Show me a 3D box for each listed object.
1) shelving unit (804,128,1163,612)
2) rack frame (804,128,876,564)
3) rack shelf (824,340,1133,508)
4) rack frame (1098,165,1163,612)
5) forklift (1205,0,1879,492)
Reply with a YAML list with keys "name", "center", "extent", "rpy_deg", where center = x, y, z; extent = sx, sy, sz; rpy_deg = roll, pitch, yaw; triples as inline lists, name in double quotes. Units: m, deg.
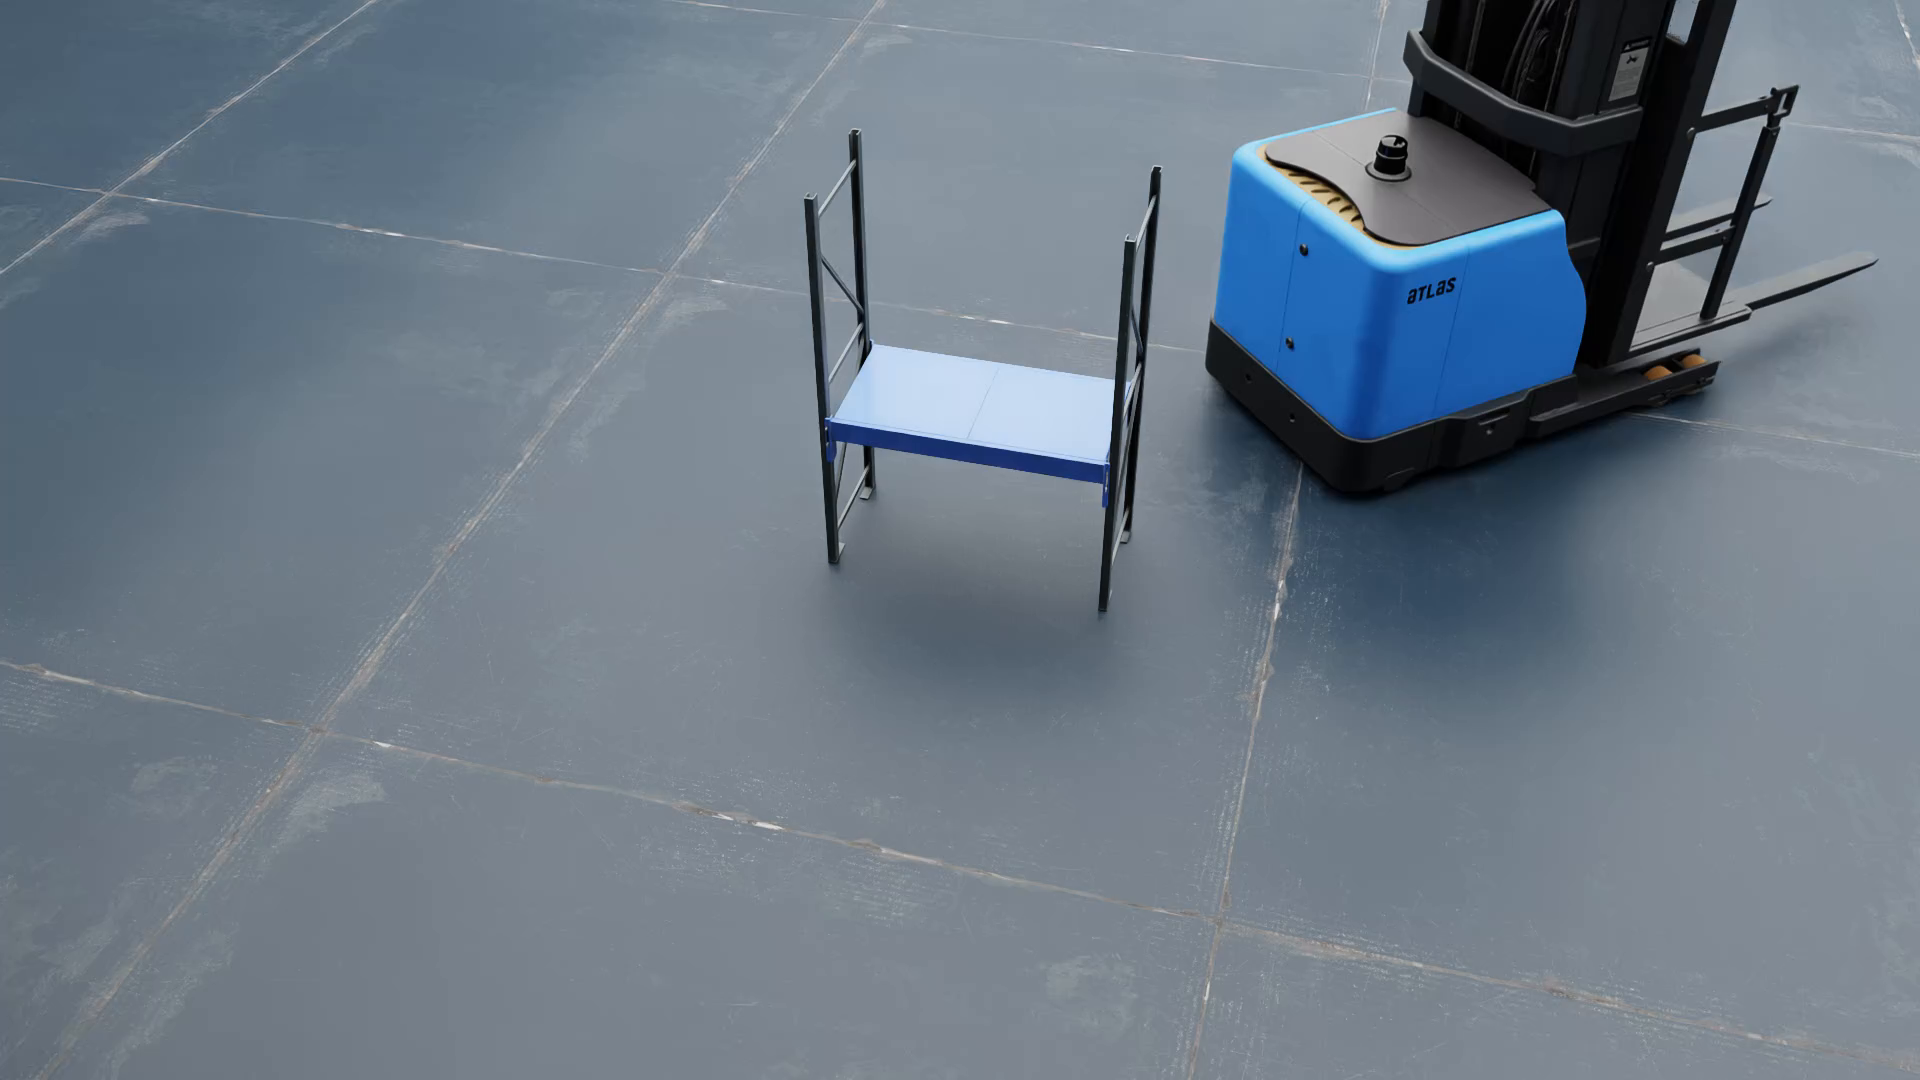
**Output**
- name: "shelving unit"
  center: [0.082, -0.560, 5.751]
  extent: [1.048, 1.500, 0.538]
  rpy_deg: [10, 41, 11]
- name: "rack frame"
  center: [-0.409, -0.645, 5.851]
  extent: [0.032, 1.500, 0.500]
  rpy_deg: [10, 41, 11]
- name: "rack shelf"
  center: [0.082, -0.422, 5.866]
  extent: [1.000, 0.185, 0.538]
  rpy_deg: [10, 41, 11]
- name: "rack frame"
  center: [0.573, -0.476, 5.650]
  extent: [0.032, 1.500, 0.500]
  rpy_deg: [10, 41, 11]
- name: "forklift"
  center: [2.586, -1.962, 6.307]
  extent: [3.031, 2.935, 1.130]
  rpy_deg: [-18, 43, -20]
